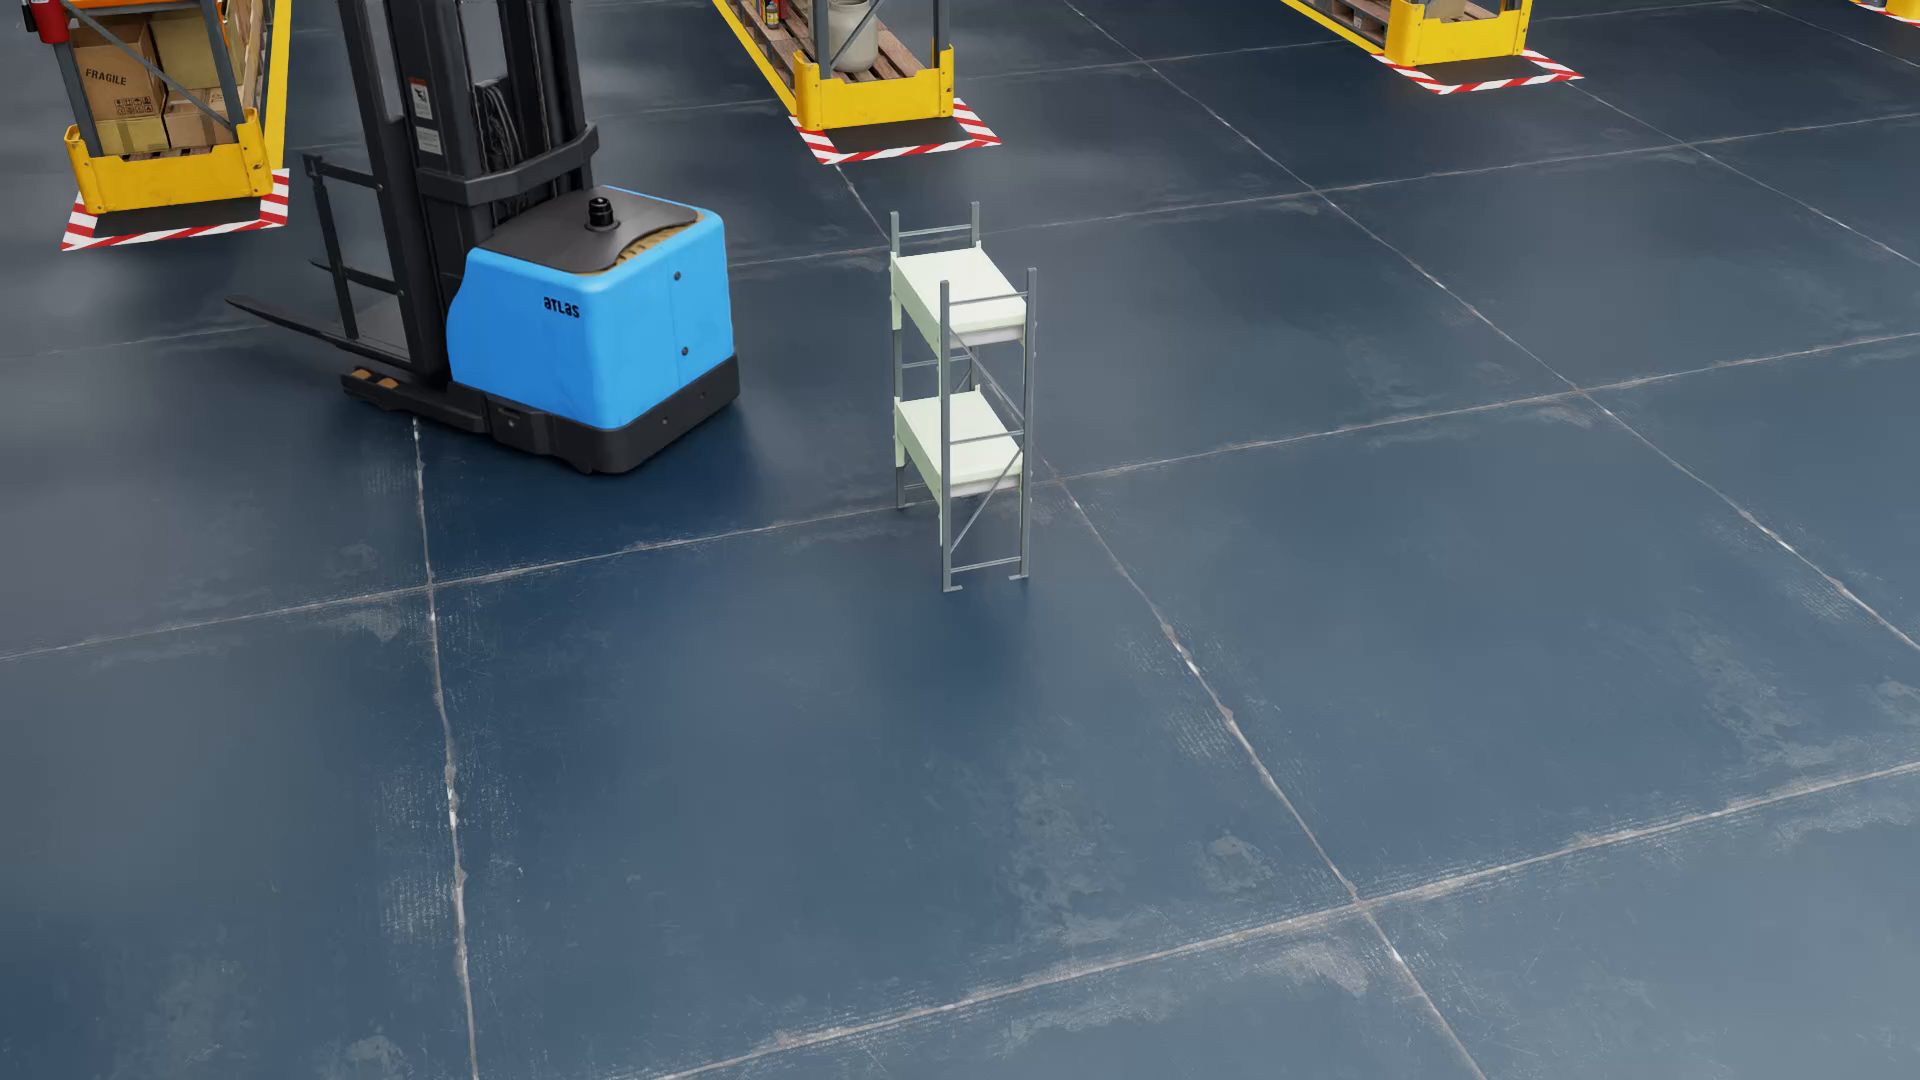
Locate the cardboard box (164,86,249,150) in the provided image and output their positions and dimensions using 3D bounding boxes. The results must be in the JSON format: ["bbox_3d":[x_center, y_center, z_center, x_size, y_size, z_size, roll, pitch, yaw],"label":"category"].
[{"bbox_3d":[-5.242,-2.950,11.607,0.500,0.250,0.500,-10,35,-15],"label":"cardboard box"}]

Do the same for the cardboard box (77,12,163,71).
[{"bbox_3d":[-6.057,-3.698,12.059,0.500,0.500,0.500,-10,35,-15],"label":"cardboard box"}]

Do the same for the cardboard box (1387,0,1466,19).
[{"bbox_3d":[3.970,-4.730,14.074,0.500,0.500,0.500,-4,34,-6],"label":"cardboard box"}]

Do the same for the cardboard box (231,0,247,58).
[{"bbox_3d":[-5.562,-3.786,12.191,0.500,0.500,0.500,-10,35,-15],"label":"cardboard box"}]

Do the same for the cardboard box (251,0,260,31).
[{"bbox_3d":[-6.018,-4.261,13.590,0.500,0.250,0.500,-10,35,-15],"label":"cardboard box"}]

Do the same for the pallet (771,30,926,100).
[{"bbox_3d":[-0.883,-3.730,13.204,1.003,0.211,1.213,-10,35,-15],"label":"pallet"}]

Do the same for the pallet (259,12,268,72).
[{"bbox_3d":[-6.308,-4.116,13.787,1.003,0.211,1.213,-10,35,-15],"label":"pallet"}]

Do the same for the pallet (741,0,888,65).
[{"bbox_3d":[-1.251,-4.370,14.172,1.003,0.211,1.213,-10,35,-15],"label":"pallet"}]

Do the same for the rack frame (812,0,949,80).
[{"bbox_3d":[-0.572,-4.434,11.740,1.000,3.000,0.127,-10,35,-15],"label":"rack frame"}]

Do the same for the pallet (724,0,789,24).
[{"bbox_3d":[-1.627,-5.011,15.143,1.003,0.211,1.213,-10,35,-15],"label":"pallet"}]

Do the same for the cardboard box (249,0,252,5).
[{"bbox_3d":[-6.020,-4.573,13.383,0.500,0.500,0.500,-10,35,-15],"label":"cardboard box"}]

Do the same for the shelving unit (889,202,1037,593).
[{"bbox_3d":[0.002,-0.622,7.331,0.431,1.500,0.755,-10,35,-15],"label":"shelving unit"}]

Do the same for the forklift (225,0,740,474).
[{"bbox_3d":[-2.693,-2.138,8.327,3.031,2.935,1.130,18,37,25],"label":"forklift"}]

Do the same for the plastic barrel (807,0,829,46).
[{"bbox_3d":[-0.999,-4.167,13.212,0.421,0.512,0.421,0,33,0],"label":"plastic barrel"}]

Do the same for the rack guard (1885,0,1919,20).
[{"bbox_3d":[8.906,-4.993,14.852,1.175,0.500,0.348,-10,35,-15],"label":"rack guard"}]

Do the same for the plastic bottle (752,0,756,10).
[{"bbox_3d":[-1.697,-4.699,14.145,0.144,0.351,0.185,-9,34,-13],"label":"plastic bottle"}]

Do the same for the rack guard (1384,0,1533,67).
[{"bbox_3d":[4.121,-4.264,13.750,1.175,0.500,0.348,-10,35,-15],"label":"rack guard"}]

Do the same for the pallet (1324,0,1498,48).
[{"bbox_3d":[3.907,-4.576,14.484,1.003,0.211,1.213,-10,35,-15],"label":"pallet"}]

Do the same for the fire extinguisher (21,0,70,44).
[{"bbox_3d":[-5.697,-3.431,10.291,0.296,0.674,0.183,-10,35,-15],"label":"fire extinguisher"}]

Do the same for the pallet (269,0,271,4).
[{"bbox_3d":[-6.773,-4.920,15.005,1.003,0.211,1.213,-10,35,-15],"label":"pallet"}]

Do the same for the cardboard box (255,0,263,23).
[{"bbox_3d":[-6.161,-4.525,13.990,0.500,0.250,0.500,-10,35,-15],"label":"cardboard box"}]

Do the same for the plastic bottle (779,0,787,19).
[{"bbox_3d":[-1.500,-4.530,13.950,0.061,0.283,0.133,-10,35,-15],"label":"plastic bottle"}]

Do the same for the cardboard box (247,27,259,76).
[{"bbox_3d":[-5.698,-3.738,12.799,0.500,0.250,0.500,-10,35,-15],"label":"cardboard box"}]

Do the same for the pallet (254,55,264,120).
[{"bbox_3d":[-5.932,-3.474,12.816,1.003,0.211,1.213,-10,35,-15],"label":"pallet"}]

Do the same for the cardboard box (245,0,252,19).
[{"bbox_3d":[-5.864,-4.311,12.987,0.500,0.500,0.500,-10,35,-15],"label":"cardboard box"}]

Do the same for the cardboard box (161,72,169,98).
[{"bbox_3d":[-5.900,-3.124,11.870,0.500,0.250,0.500,-10,35,-15],"label":"cardboard box"}]

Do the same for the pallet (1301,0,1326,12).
[{"bbox_3d":[3.539,-5.216,15.452,1.003,0.211,1.213,-10,35,-15],"label":"pallet"}]

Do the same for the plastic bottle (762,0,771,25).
[{"bbox_3d":[-1.603,-4.433,13.803,0.061,0.283,0.133,-9,35,-14],"label":"plastic bottle"}]

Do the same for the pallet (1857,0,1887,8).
[{"bbox_3d":[8.581,-5.292,15.567,1.003,0.211,1.213,-10,35,-15],"label":"pallet"}]

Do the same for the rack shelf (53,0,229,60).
[{"bbox_3d":[-5.901,-4.353,12.270,1.077,0.370,4.000,-10,35,-15],"label":"rack shelf"}]

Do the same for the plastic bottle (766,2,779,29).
[{"bbox_3d":[-1.550,-4.341,13.738,0.097,0.201,0.097,0,33,0],"label":"plastic bottle"}]

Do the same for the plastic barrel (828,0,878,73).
[{"bbox_3d":[-0.846,-3.904,12.813,0.421,0.512,0.421,0,33,0],"label":"plastic barrel"}]

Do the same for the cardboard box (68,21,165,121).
[{"bbox_3d":[-5.738,-3.176,11.268,0.500,0.500,0.500,-10,35,-15],"label":"cardboard box"}]

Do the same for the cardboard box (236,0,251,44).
[{"bbox_3d":[-5.697,-4.051,12.593,0.500,0.500,0.500,-10,35,-15],"label":"cardboard box"}]

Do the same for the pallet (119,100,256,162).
[{"bbox_3d":[-5.564,-2.834,11.848,1.003,0.211,1.213,-10,35,-15],"label":"pallet"}]

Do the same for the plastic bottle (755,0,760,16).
[{"bbox_3d":[-1.643,-4.582,14.035,0.152,0.276,0.135,-11,35,-16],"label":"plastic bottle"}]

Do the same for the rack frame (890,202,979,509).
[{"bbox_3d":[-0.110,-0.814,7.622,0.400,1.500,0.023,-10,35,-15],"label":"rack frame"}]

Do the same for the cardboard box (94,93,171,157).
[{"bbox_3d":[-5.736,-2.863,11.475,0.500,0.250,0.500,-10,35,-15],"label":"cardboard box"}]

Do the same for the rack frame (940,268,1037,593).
[{"bbox_3d":[0.114,-0.430,7.040,0.400,1.500,0.023,-10,35,-15],"label":"rack frame"}]

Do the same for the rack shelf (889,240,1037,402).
[{"bbox_3d":[0.002,-0.948,7.116,0.431,0.370,0.720,-10,35,-15],"label":"rack shelf"}]

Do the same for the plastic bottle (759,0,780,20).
[{"bbox_3d":[-1.601,-4.509,13.924,0.152,0.276,0.135,-10,35,-14],"label":"plastic bottle"}]

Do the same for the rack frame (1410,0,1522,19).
[{"bbox_3d":[4.145,-5.267,13.000,1.000,3.000,0.127,-10,35,-15],"label":"rack frame"}]

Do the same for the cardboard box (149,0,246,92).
[{"bbox_3d":[-5.397,-3.525,11.797,0.500,0.500,0.500,-10,35,-15],"label":"cardboard box"}]

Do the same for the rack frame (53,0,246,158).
[{"bbox_3d":[-5.291,-3.603,10.482,1.000,3.000,0.127,-10,35,-15],"label":"rack frame"}]

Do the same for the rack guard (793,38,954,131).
[{"bbox_3d":[-0.640,-3.423,12.477,1.175,0.500,0.348,-10,35,-15],"label":"rack guard"}]

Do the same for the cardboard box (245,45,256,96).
[{"bbox_3d":[-5.551,-3.475,12.401,0.500,0.250,0.500,-10,35,-15],"label":"cardboard box"}]

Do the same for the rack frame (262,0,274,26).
[{"bbox_3d":[-6.511,-5.703,13.660,1.000,3.000,0.127,-10,35,-15],"label":"rack frame"}]

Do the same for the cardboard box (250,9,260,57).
[{"bbox_3d":[-5.852,-4.001,13.197,0.500,0.250,0.500,-10,35,-15],"label":"cardboard box"}]

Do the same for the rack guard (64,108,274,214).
[{"bbox_3d":[-5.283,-2.548,11.152,1.175,0.500,0.348,-10,35,-15],"label":"rack guard"}]

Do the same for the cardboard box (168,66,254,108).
[{"bbox_3d":[-5.398,-3.212,12.004,0.500,0.250,0.500,-10,35,-15],"label":"cardboard box"}]

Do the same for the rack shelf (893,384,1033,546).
[{"bbox_3d":[0.002,-0.350,7.511,0.431,0.370,0.720,-10,35,-15],"label":"rack shelf"}]

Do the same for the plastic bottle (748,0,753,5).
[{"bbox_3d":[-1.754,-4.797,14.292,0.144,0.351,0.185,-10,35,-15],"label":"plastic bottle"}]
